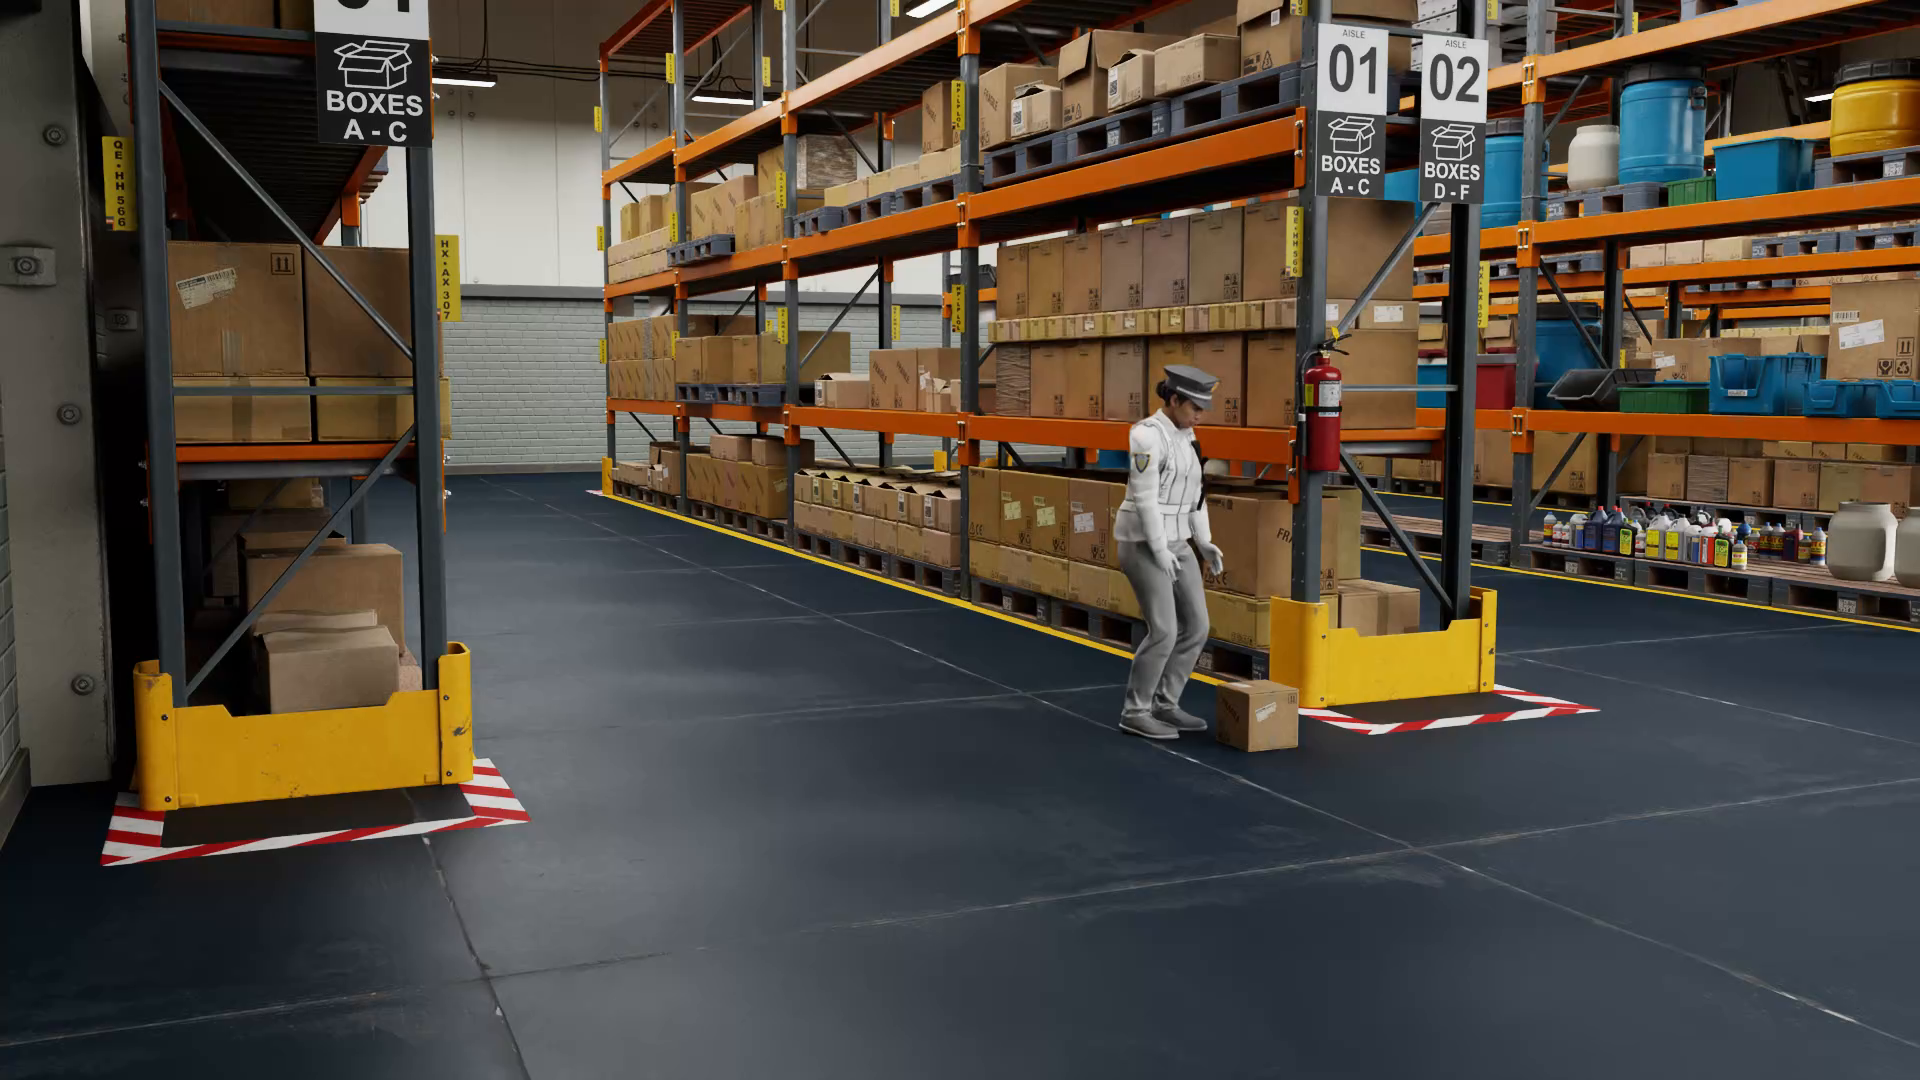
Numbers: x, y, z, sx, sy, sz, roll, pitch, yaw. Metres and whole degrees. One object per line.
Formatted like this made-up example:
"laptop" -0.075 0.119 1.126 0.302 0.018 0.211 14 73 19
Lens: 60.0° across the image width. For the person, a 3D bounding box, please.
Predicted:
"person" 0.924 0.044 7.311 0.446 1.626 0.500 4 7 38
